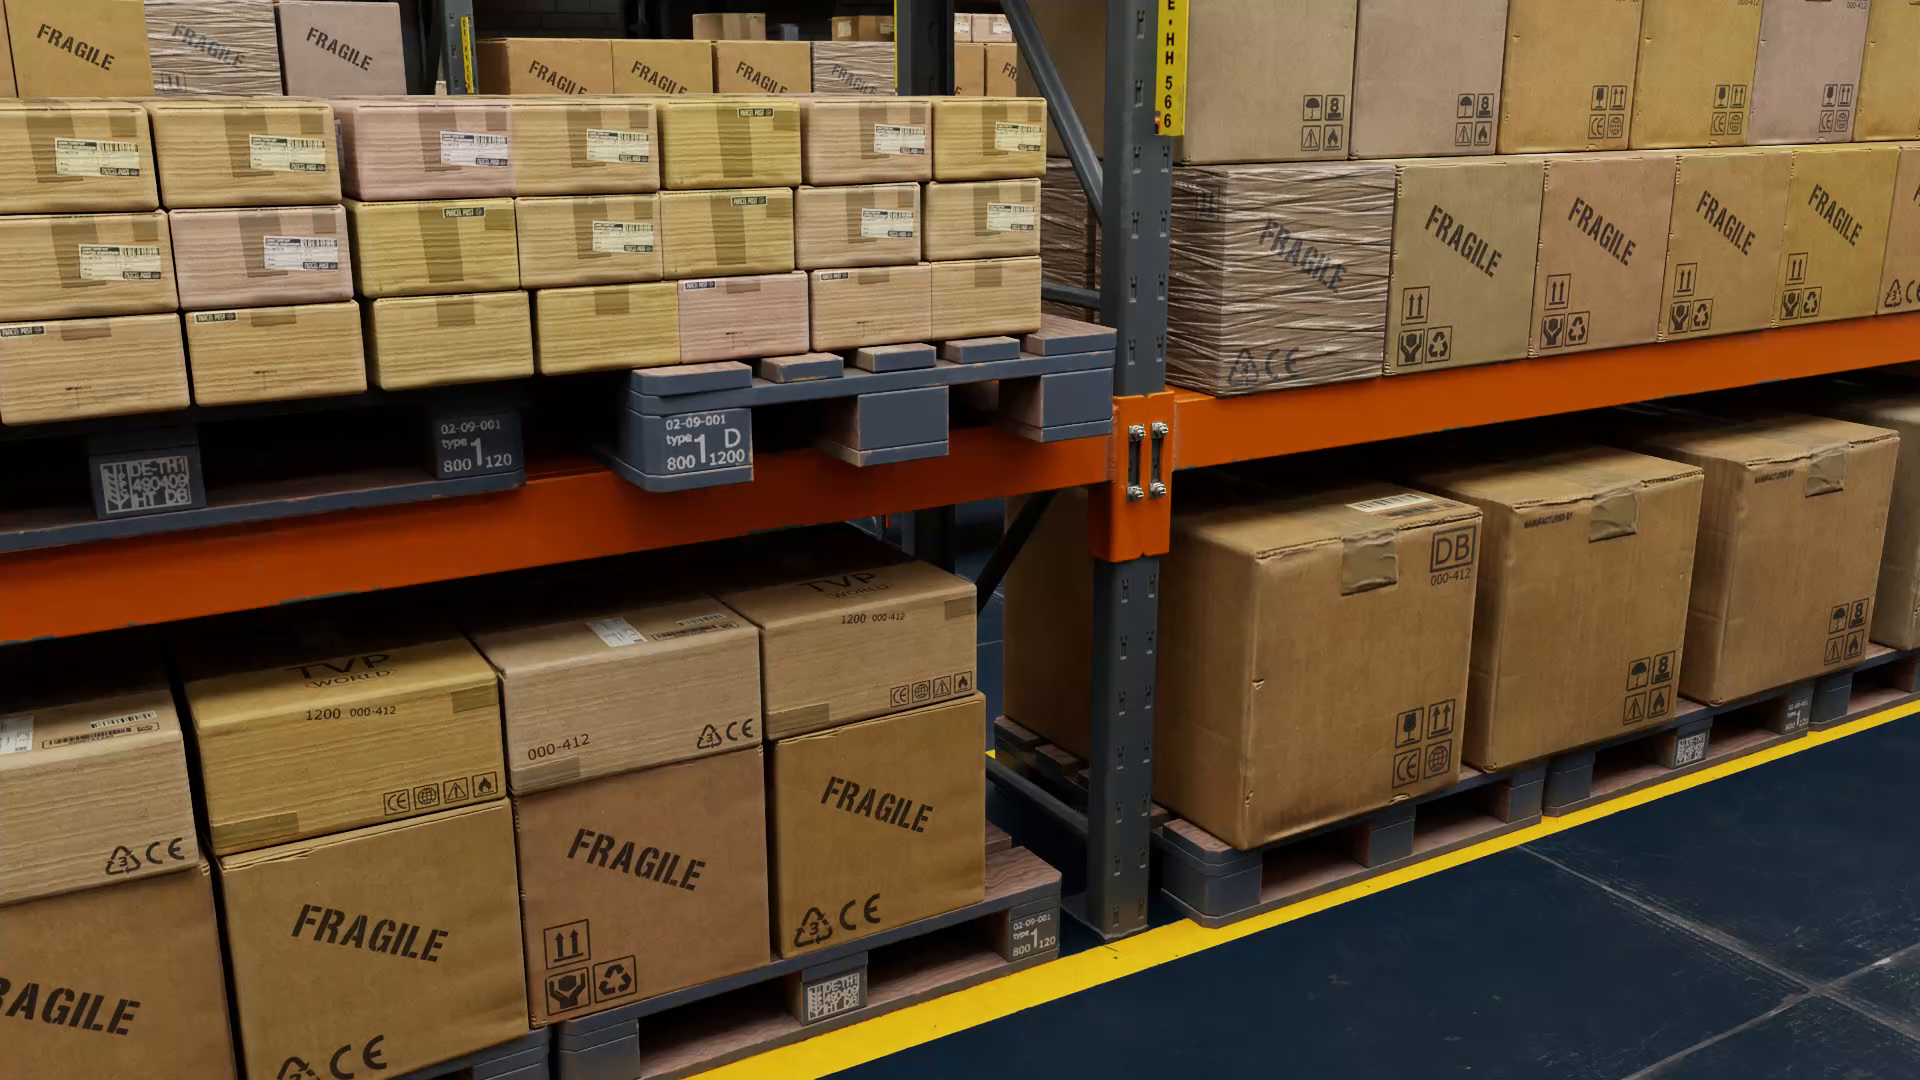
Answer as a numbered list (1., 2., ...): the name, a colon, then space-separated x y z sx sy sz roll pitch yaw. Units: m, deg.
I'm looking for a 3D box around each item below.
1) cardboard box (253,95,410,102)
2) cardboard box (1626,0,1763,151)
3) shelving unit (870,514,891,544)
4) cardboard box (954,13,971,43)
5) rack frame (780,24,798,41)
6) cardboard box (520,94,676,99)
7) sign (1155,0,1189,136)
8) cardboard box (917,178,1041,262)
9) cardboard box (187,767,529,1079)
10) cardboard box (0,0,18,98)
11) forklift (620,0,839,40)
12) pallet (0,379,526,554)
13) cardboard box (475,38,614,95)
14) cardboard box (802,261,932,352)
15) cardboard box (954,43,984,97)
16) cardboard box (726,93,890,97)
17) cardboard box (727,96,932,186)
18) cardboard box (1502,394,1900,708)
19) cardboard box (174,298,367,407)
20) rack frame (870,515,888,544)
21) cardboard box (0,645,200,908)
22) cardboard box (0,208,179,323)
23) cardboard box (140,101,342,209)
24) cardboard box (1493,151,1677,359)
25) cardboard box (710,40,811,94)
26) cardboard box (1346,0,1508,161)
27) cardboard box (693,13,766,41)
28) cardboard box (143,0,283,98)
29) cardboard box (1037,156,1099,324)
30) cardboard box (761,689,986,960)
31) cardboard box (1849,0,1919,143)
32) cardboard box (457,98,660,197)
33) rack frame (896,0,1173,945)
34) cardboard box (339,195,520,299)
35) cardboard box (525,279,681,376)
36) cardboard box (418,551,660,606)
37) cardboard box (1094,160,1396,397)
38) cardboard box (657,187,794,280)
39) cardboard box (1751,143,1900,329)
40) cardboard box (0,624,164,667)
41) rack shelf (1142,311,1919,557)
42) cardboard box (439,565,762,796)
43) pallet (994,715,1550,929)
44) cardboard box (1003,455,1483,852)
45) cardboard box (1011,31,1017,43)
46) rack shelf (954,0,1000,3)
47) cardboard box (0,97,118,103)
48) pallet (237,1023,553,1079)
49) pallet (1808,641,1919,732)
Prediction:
1. cardboard box: -1.250 -0.806 3.312 0.250 0.149 0.380 -8 18 -27
2. cardboard box: 1.845 -1.406 4.832 0.500 0.500 0.700 -9 18 -30
3. shelving unit: -0.006 -0.541 7.255 1.048 1.125 0.538 -9 18 -30
4. cardboard box: -0.148 -2.738 8.902 0.250 0.149 0.380 -10 19 -32
5. rack frame: -1.621 -3.438 14.118 0.127 3.000 1.000 -9 18 -30
6. cardboard box: -0.792 -0.880 3.578 0.250 0.149 0.380 -9 18 -30
7. sign: 0.433 -0.998 3.415 0.005 0.325 0.100 -9 18 -30
8. cardboard box: -0.044 -0.654 3.320 0.250 0.149 0.380 -9 18 -29
9. cardboard box: -1.176 0.699 3.213 0.500 0.500 0.500 -10 19 -32
10. cardboard box: -4.101 -1.922 6.672 0.500 0.500 0.500 -10 18 -31
11. forklift: -1.447 -2.621 11.330 3.031 2.935 1.130 -9 18 -30
12. pallet: -1.530 -0.226 3.015 1.213 0.211 1.003 -9 18 -30
13. cardboard box: -1.986 -2.137 7.961 0.500 0.500 0.500 -10 18 -31
14. cardboard box: -0.254 -0.475 3.236 0.250 0.149 0.380 -9 18 -30
15. cardboard box: -0.209 -2.427 8.997 0.500 0.500 0.500 -9 18 -28
16. cardboard box: -0.354 -0.951 3.830 0.250 0.149 0.380 -9 18 -30
17. cardboard box: -0.255 -0.762 3.157 0.250 0.149 0.380 -9 18 -30
18. cardboard box: 2.260 -0.038 5.377 0.750 0.750 1.050 -9 18 -30
19. cardboard box: -1.143 -0.332 2.726 0.250 0.149 0.380 -9 18 -28
20. rack frame: -0.442 -0.470 7.003 0.032 1.125 0.500 -9 18 -30
21. cardboard box: -1.619 0.407 2.864 0.500 0.250 0.500 -8 18 -28
22. cardboard box: -1.369 -0.438 2.551 0.250 0.149 0.380 -10 18 -31
23. cardboard box: -1.148 -0.617 2.640 0.250 0.149 0.380 -8 18 -27
24. cardboard box: 1.536 -0.793 4.495 0.500 0.500 0.500 -9 18 -30
25. cardboard box: -1.091 -2.286 8.495 0.500 0.500 0.500 -9 18 -29
26. cardboard box: 0.968 -1.263 4.322 0.500 0.500 0.700 -10 18 -31
27. cardboard box: -1.233 -2.733 8.886 0.250 0.149 0.380 -10 19 -32
28. cardboard box: -3.235 -2.058 7.158 0.500 0.500 0.500 -9 18 -29
29. cardboard box: 0.393 -0.776 4.436 0.500 0.500 0.500 -9 18 -30
30. cardboard box: -0.284 0.550 3.743 0.500 0.500 0.500 -9 18 -30
31. cardboard box: 2.712 -1.546 5.331 0.500 0.500 0.700 -10 18 -31
32. cardboard box: -0.707 -0.688 2.892 0.250 0.149 0.380 -9 18 -28
33. rack frame: 0.145 -0.603 4.004 0.127 3.000 1.000 -9 18 -30
34. cardboard box: -0.925 -0.510 2.809 0.250 0.149 0.380 -9 18 -30
35. cardboard box: -0.690 -0.406 2.987 0.250 0.149 0.380 -9 18 -30
36. cardboard box: -1.005 0.148 3.790 0.500 0.250 0.500 -9 18 -30
37. cardboard box: 0.669 -0.651 3.990 0.500 0.500 0.500 -9 18 -29
38. cardboard box: -0.496 -0.579 3.054 0.250 0.149 0.380 -9 18 -28
39. cardboard box: 2.398 -0.932 4.994 0.500 0.500 0.500 -9 18 -29
40. cardboard box: -1.882 0.286 3.296 0.500 0.250 0.500 -10 19 -32
41. rack shelf: 1.860 -0.535 5.093 4.000 0.370 1.077 -9 18 -30
42. cardboard box: -0.733 0.266 3.369 0.500 0.250 0.500 -9 18 -29
43. pallet: 0.860 0.647 4.709 1.213 0.211 1.003 -9 18 -30
44. cardboard box: 0.714 0.214 4.479 0.750 0.750 1.050 -9 18 -30
45. cardboard box: 0.353 -3.013 9.884 0.250 0.149 0.380 -9 18 -30
46. rack shelf: 0.093 -4.814 14.802 4.000 0.370 1.077 -9 18 -30
47. cardboard box: -1.692 -0.735 3.058 0.250 0.149 0.380 -10 18 -30
48. pallet: -1.570 1.016 3.393 1.213 0.211 1.003 -9 18 -30
49. pallet: 2.952 0.308 5.919 1.213 0.211 1.003 -9 18 -30
